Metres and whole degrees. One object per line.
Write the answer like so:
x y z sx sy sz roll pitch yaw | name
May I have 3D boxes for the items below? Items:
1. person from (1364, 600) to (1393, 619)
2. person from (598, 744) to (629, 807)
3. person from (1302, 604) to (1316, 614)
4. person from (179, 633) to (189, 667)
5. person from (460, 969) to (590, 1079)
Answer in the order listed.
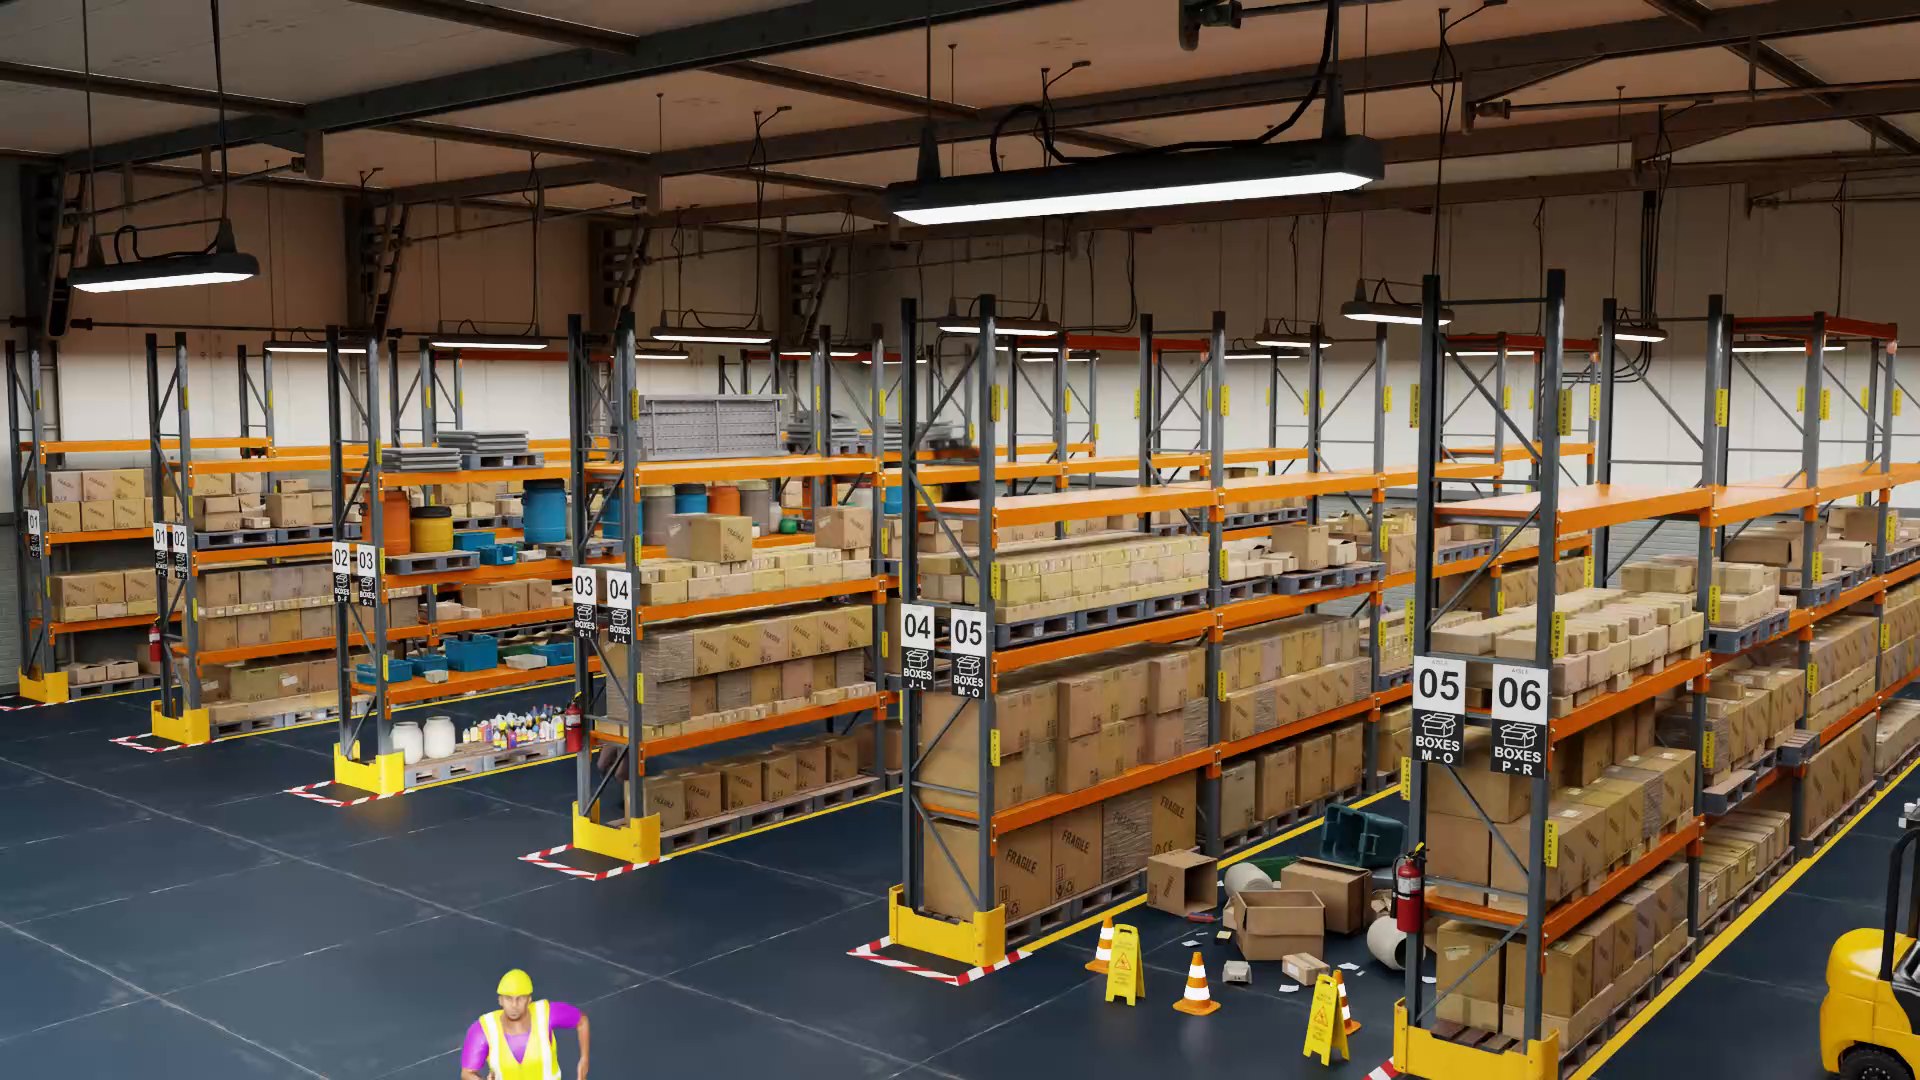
7.645 1.670 30.266 0.596 1.561 0.601 1 5 13 | person
-4.199 2.470 20.599 0.715 1.682 0.522 5 7 42 | person
5.760 1.823 27.486 0.607 1.685 0.941 3 6 31 | person
-12.267 1.941 26.595 0.542 1.635 0.631 2 6 24 | person
-2.596 3.392 9.952 0.736 1.723 0.789 -1 5 -9 | person
